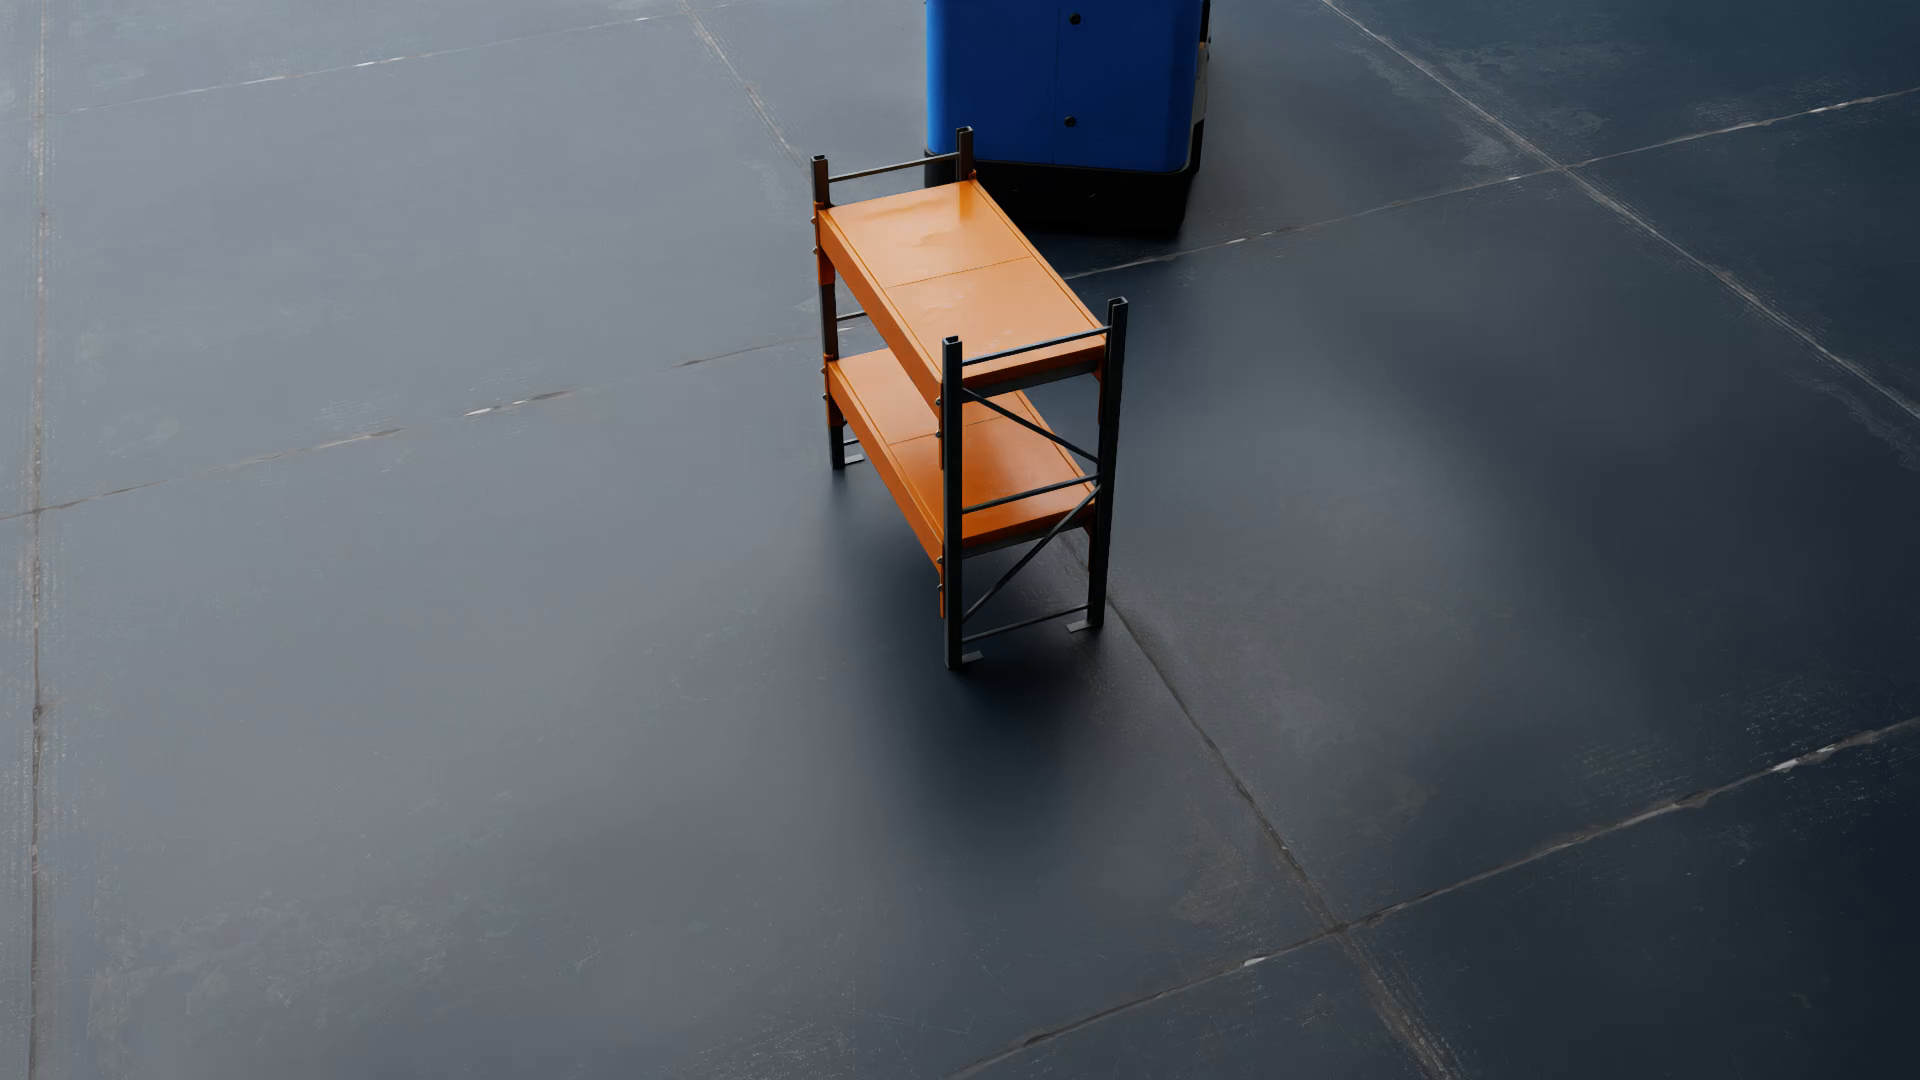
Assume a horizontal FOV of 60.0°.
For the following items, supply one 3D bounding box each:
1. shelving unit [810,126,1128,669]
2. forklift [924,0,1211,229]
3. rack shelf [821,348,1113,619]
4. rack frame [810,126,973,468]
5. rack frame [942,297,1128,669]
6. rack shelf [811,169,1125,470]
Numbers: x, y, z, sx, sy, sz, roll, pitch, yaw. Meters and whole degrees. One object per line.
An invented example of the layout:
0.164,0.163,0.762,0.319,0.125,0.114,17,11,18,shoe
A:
-0.003,-0.431,4.888,0.538,1.125,1.048,-15,43,-17,shelving unit
0.593,-3.303,6.843,1.130,2.935,3.031,6,41,7,forklift
-0.003,-0.245,5.047,0.538,0.278,1.000,-15,43,-17,rack shelf
-0.197,-0.737,5.244,0.500,1.125,0.032,-15,43,-17,rack frame
0.192,-0.124,4.532,0.500,1.125,0.032,-15,43,-17,rack frame
-0.003,-0.652,4.697,0.538,0.278,1.000,-15,43,-17,rack shelf
